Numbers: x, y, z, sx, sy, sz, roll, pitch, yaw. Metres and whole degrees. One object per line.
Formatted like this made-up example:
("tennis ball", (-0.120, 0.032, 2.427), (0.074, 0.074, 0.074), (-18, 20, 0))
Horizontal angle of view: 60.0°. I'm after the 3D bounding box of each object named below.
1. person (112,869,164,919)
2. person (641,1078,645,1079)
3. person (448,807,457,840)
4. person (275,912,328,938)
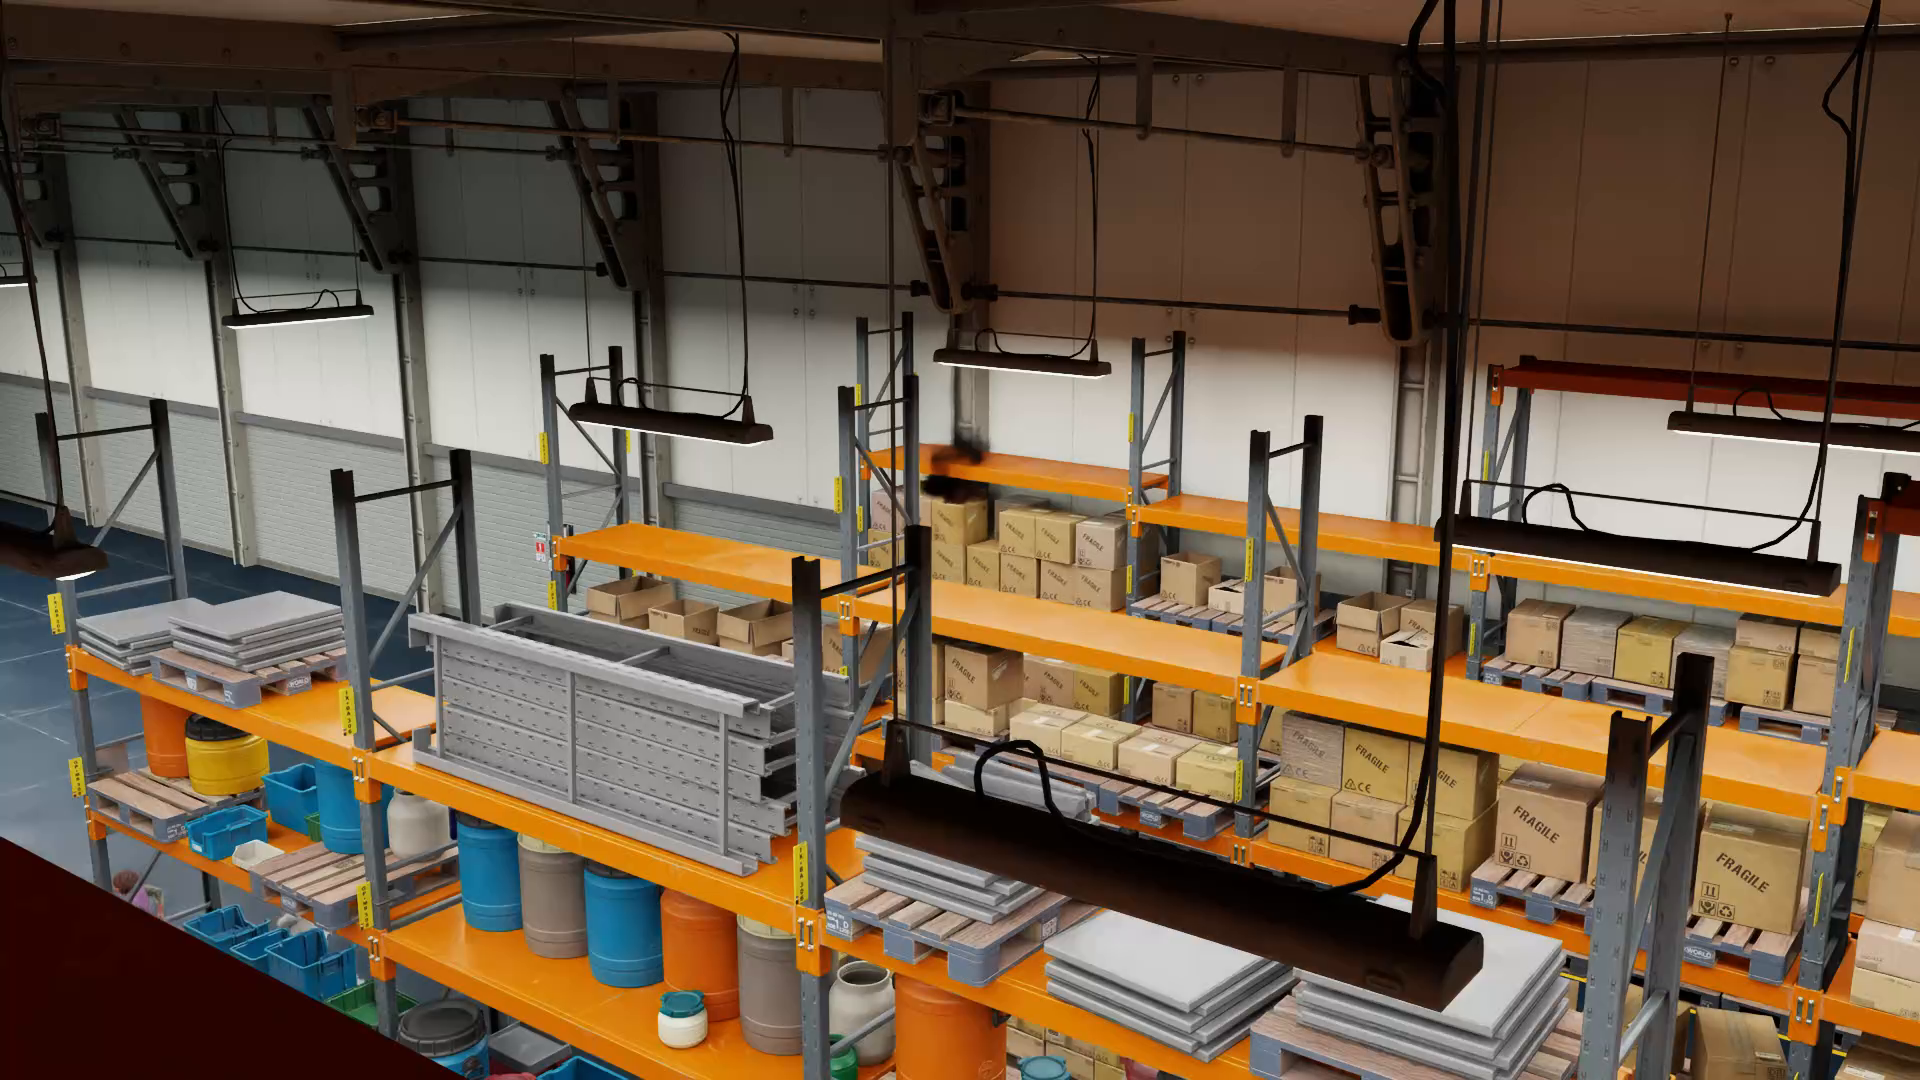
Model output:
("person", (-7.694, 3.778, 15.548), (0.626, 1.547, 0.570), (-4, 14, -16))
("person", (-2.521, 4.011, 14.037), (0.893, 1.837, 0.695), (8, 15, 32))
("person", (-5.635, 2.809, 19.039), (0.930, 1.635, 0.621), (-7, 15, -26))
("person", (-6.096, 3.684, 15.647), (0.702, 1.737, 0.749), (3, 13, 13))
